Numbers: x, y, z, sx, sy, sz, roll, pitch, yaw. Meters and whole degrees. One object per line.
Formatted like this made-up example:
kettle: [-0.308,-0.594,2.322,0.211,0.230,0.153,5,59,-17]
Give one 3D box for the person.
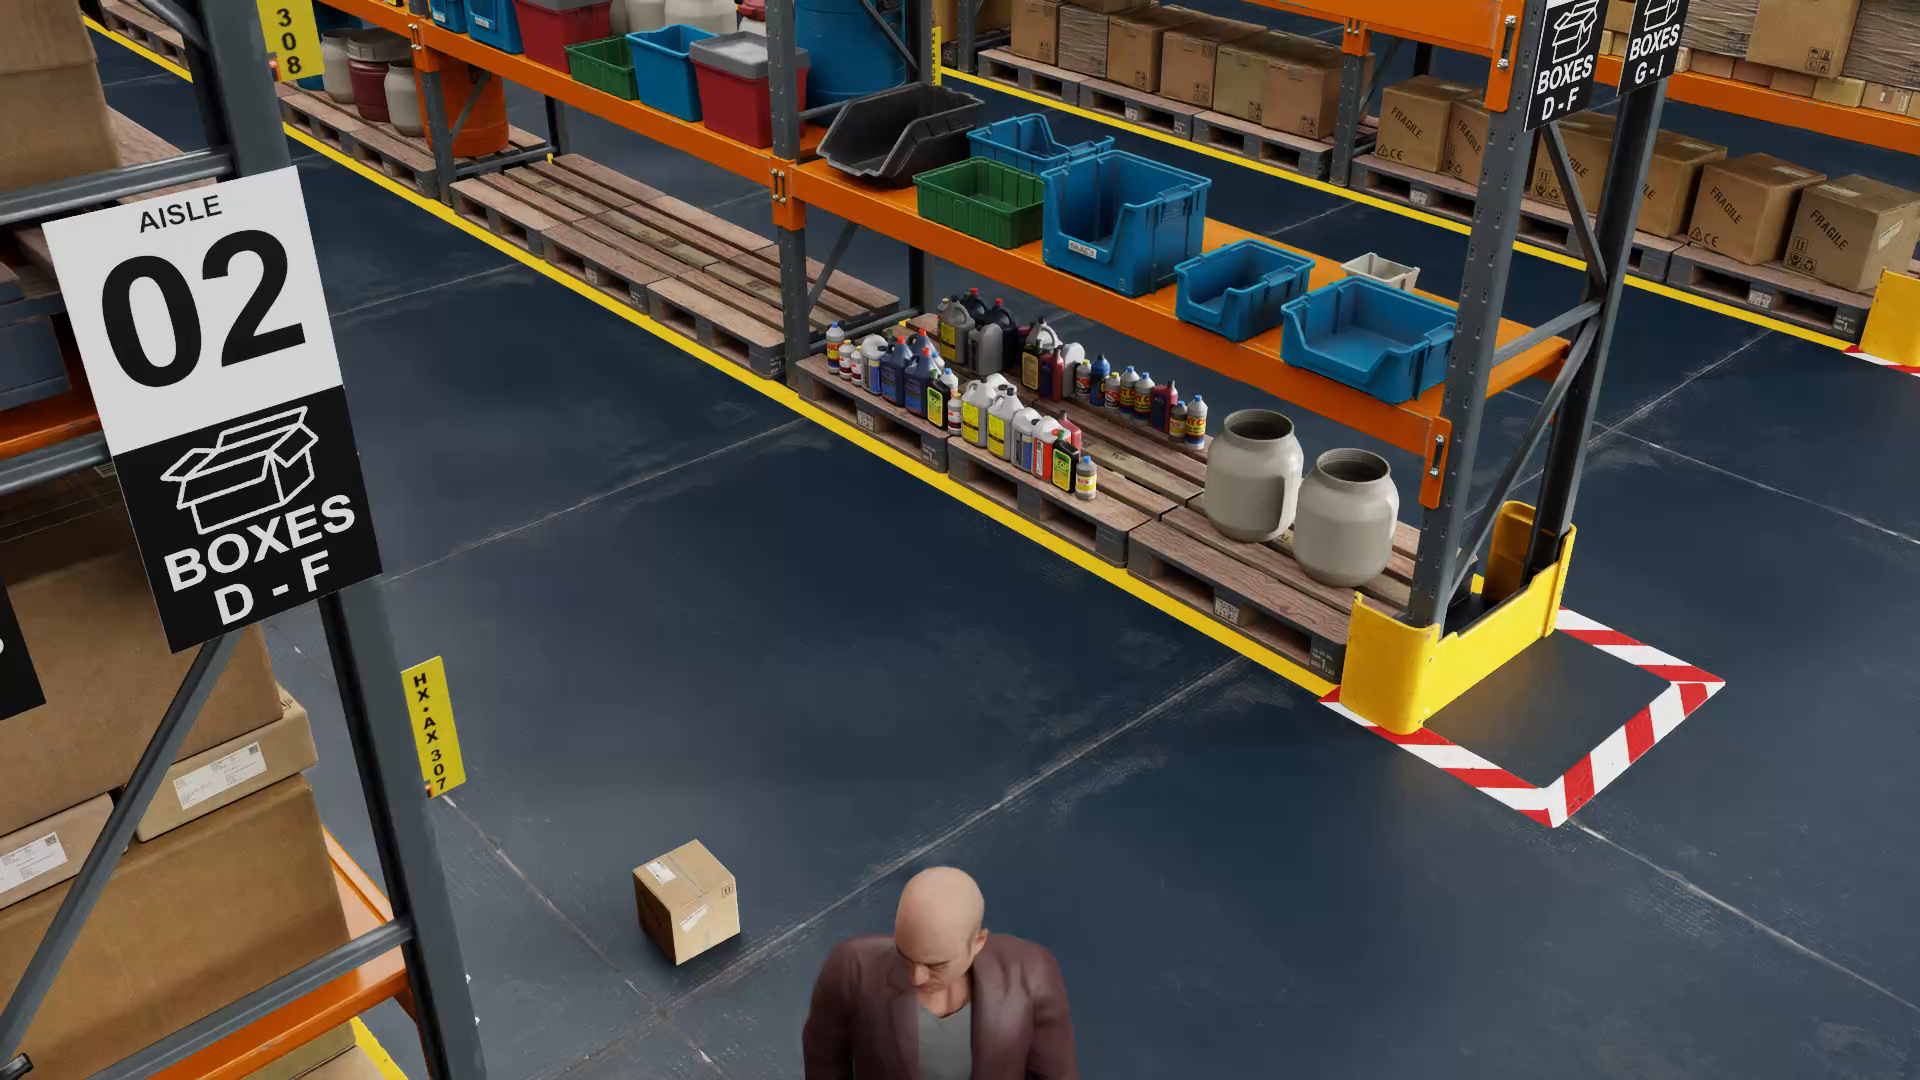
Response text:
person: [-0.025,1.427,3.786,0.629,1.803,0.499,-4,32,-6]
